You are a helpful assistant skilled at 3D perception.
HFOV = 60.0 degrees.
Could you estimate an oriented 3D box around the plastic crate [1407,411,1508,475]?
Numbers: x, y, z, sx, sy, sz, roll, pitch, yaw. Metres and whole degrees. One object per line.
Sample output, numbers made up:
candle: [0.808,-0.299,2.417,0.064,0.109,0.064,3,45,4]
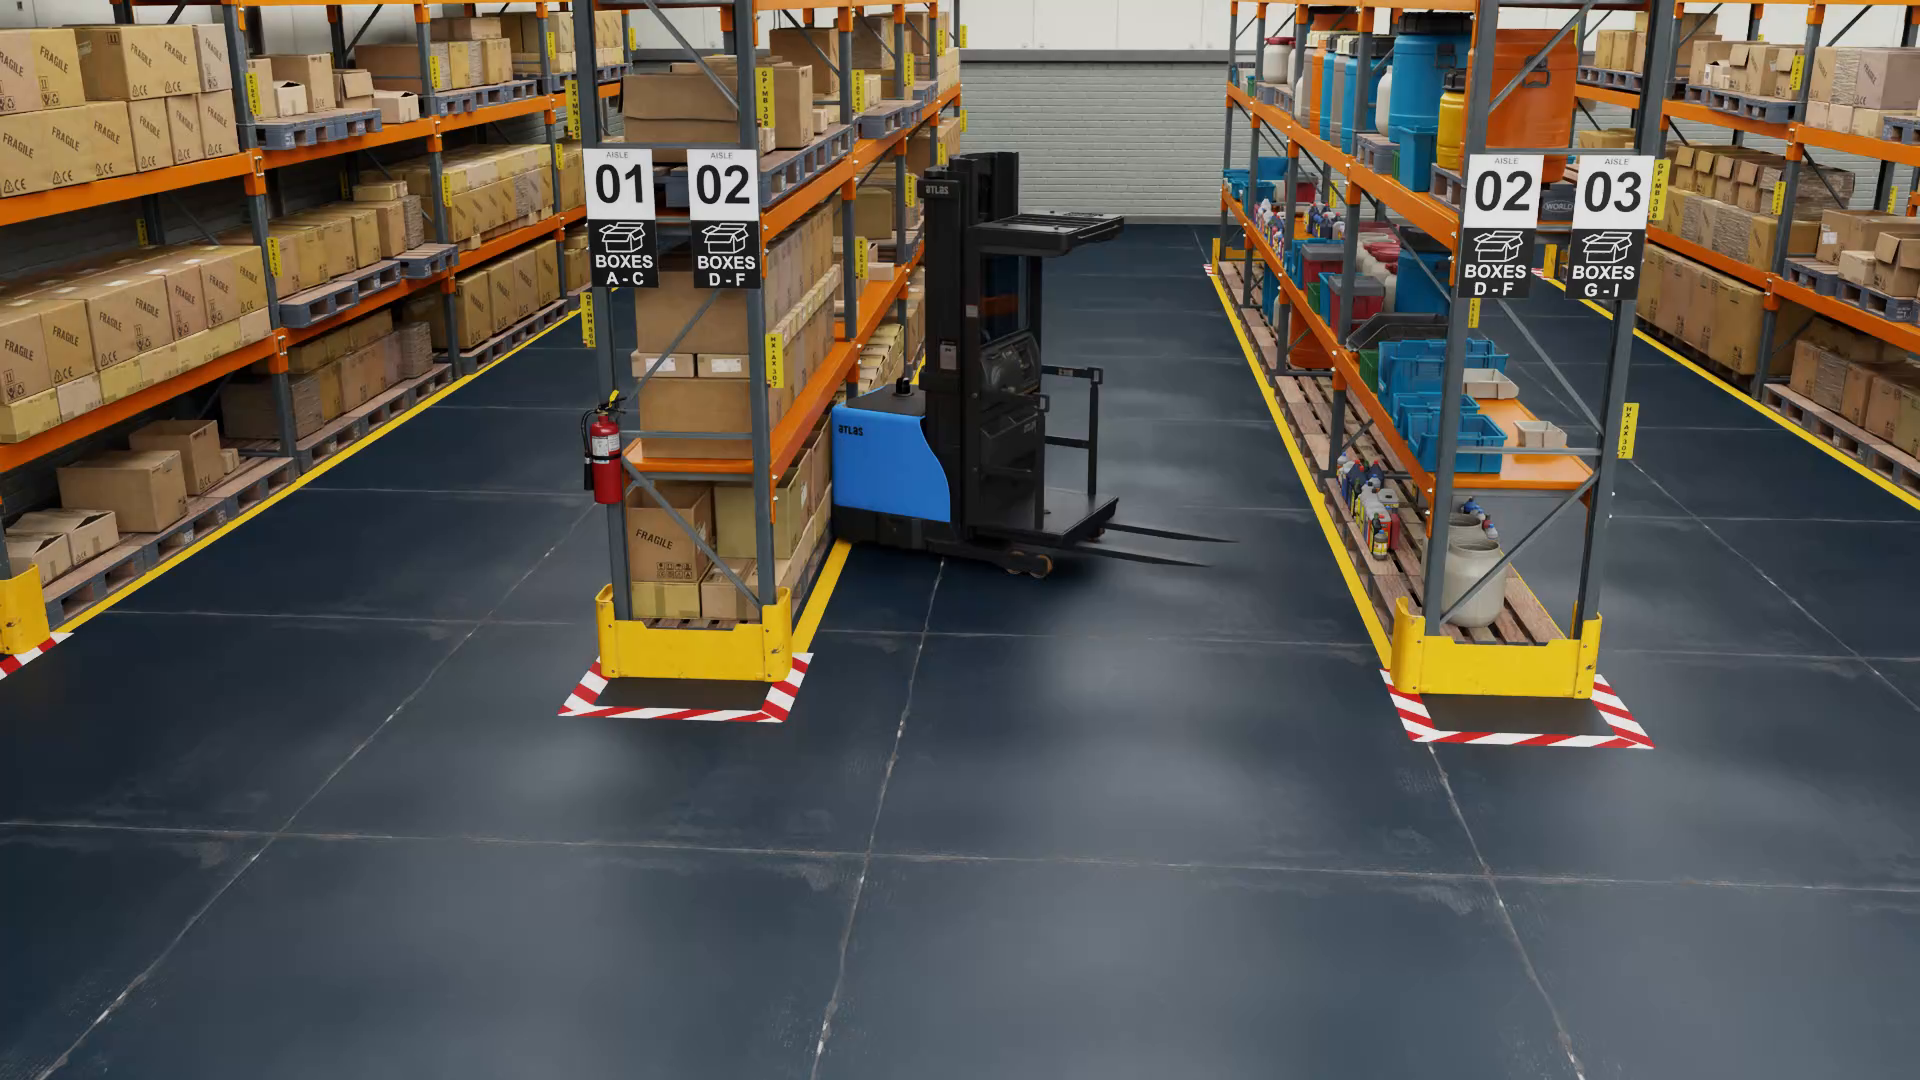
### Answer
plastic crate: [3.029,-0.603,10.184,0.499,0.251,0.616,1,18,4]

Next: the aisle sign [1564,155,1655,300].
aisle sign: [3.579,-1.718,9.173,0.394,0.787,0.004,1,18,4]

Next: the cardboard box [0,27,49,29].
cardboard box: [-6.690,-3.308,11.586,0.500,0.500,0.500,1,18,4]

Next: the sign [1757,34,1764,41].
sign: [9.634,-5.939,20.079,0.100,0.325,0.005,1,18,4]

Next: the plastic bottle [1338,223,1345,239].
plastic bottle: [4.337,-3.456,18.860,0.097,0.271,0.097,0,18,0]

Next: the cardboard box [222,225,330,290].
cardboard box: [-6.185,-2.562,15.058,0.700,0.500,0.500,3,18,10]

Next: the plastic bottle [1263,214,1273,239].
plastic bottle: [3.656,-3.684,19.549,0.152,0.276,0.135,1,18,4]

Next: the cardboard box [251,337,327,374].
cardboard box: [-6.239,-1.718,15.453,0.500,0.250,0.500,1,18,3]

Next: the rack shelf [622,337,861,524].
rack shelf: [-1.505,-0.902,12.015,1.077,0.370,4.000,1,18,4]

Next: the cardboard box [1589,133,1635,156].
cardboard box: [9.008,-5.337,22.953,0.500,0.500,0.500,1,18,2]

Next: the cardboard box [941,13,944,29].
cardboard box: [-0.585,-6.758,22.145,0.700,0.500,0.500,1,18,4]

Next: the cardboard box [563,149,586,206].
cardboard box: [-5.617,-4.997,22.873,0.980,0.700,0.700,1,18,3]

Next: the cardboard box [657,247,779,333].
cardboard box: [-1.566,-1.612,10.780,0.700,0.500,0.500,1,18,2]

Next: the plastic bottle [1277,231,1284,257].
plastic bottle: [3.526,-3.238,18.193,0.097,0.271,0.097,0,18,0]

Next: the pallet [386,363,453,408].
pallet: [-6.074,-1.649,17.617,1.003,0.211,1.213,1,18,4]

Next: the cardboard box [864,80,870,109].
cardboard box: [-1.123,-4.179,15.607,0.500,0.250,0.500,1,18,3]

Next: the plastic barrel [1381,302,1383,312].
plastic barrel: [3.826,-2.096,14.723,0.301,0.262,0.301,0,18,0]

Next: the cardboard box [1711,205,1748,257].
cardboard box: [8.669,-3.408,18.345,0.500,0.500,0.500,1,18,2]

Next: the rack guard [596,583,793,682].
rack guard: [-1.650,0.572,10.374,1.175,0.500,0.348,1,18,4]

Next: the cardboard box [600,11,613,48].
cardboard box: [-5.270,-7.271,23.679,0.500,0.500,0.500,2,18,6]

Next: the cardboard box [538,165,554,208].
cardboard box: [-5.511,-4.509,21.195,0.500,0.500,0.500,1,18,3]

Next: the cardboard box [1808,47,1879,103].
cardboard box: [8.515,-4.456,15.923,0.500,0.500,0.500,1,18,4]

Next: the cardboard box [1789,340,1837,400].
cardboard box: [8.777,-1.698,16.596,0.700,0.500,0.500,0,18,1]

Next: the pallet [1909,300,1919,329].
pallet: [8.719,-1.786,13.865,1.003,0.211,1.213,1,18,4]

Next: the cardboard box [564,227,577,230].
cardboard box: [-5.691,-4.373,23.750,0.380,0.149,0.250,1,18,3]

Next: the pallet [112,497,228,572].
pallet: [-6.401,-0.060,12.768,1.003,0.211,1.213,1,18,4]

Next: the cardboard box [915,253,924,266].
cardboard box: [-0.659,-3.956,23.483,0.797,0.503,0.637,1,18,4]

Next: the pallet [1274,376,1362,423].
pallet: [3.771,-1.431,16.951,1.003,0.211,1.213,1,18,4]

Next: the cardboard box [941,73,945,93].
cardboard box: [-0.467,-6.005,21.855,0.500,0.250,0.500,1,18,4]

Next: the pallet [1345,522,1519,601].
pallet: [3.404,0.159,12.099,1.003,0.211,1.213,1,18,4]

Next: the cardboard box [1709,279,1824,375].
cardboard box: [8.876,-2.289,17.830,1.225,0.875,0.875,0,18,1]

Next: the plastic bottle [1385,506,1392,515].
plastic bottle: [3.173,-0.154,12.363,0.097,0.201,0.097,0,18,0]

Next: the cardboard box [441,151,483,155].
cardboard box: [-6.084,-4.559,20.143,0.500,0.250,0.500,1,18,2]

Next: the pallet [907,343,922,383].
pallet: [-0.984,-2.014,18.729,1.003,0.211,1.213,1,18,4]

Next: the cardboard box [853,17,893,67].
cardboard box: [-1.001,-5.350,17.848,0.500,0.500,0.500,1,18,4]

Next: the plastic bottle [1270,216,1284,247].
plastic bottle: [3.604,-3.511,18.900,0.144,0.351,0.185,1,18,4]

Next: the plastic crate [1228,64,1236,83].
plastic crate: [4.133,-6.731,24.039,0.497,0.269,0.590,1,18,4]

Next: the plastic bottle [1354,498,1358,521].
plastic bottle: [3.050,-0.245,12.642,0.097,0.201,0.097,0,18,0]

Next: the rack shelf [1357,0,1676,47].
rack shelf: [3.435,-3.451,10.802,1.077,0.370,4.000,1,18,4]

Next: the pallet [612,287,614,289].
pallet: [-5.512,-3.749,24.024,1.003,0.211,1.213,1,18,4]

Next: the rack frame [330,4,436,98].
rack frame: [-6.016,-6.068,16.990,1.000,3.000,0.127,1,18,4]

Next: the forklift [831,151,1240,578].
forklift: [0.557,-1.305,12.198,3.031,2.935,1.130,9,20,25]

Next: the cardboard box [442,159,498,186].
cardboard box: [-5.657,-4.229,19.138,0.500,0.250,0.500,1,18,4]

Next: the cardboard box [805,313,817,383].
cardboard box: [-1.458,-1.455,12.386,0.700,0.500,0.500,2,18,5]

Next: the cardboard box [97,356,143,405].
cardboard box: [-6.173,-1.135,11.778,0.500,0.250,0.500,1,18,3]

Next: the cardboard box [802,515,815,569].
cardboard box: [-1.320,0.012,11.811,0.500,0.250,0.500,1,18,4]

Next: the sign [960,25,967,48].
sign: [0.051,-7.420,24.511,0.100,0.325,0.005,1,18,4]

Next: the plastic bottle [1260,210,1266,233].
plastic bottle: [3.637,-3.803,19.898,0.061,0.283,0.133,1,18,4]

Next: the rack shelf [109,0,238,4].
rack shelf: [-6.446,-3.861,11.415,1.077,0.370,4.000,1,18,4]

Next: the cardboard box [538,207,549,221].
cardboard box: [-5.466,-4.159,21.171,0.380,0.149,0.250,2,18,5]

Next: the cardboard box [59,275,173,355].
cardboard box: [-6.142,-1.643,12.124,0.500,0.500,0.500,2,18,6]

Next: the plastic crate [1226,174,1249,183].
plastic crate: [4.046,-5.156,24.013,0.416,0.233,0.300,1,18,4]

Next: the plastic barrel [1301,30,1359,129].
plastic barrel: [3.590,-4.409,15.940,0.600,0.901,0.600,0,18,0]

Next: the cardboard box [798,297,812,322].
cardboard box: [-1.276,-1.655,11.954,0.380,0.149,0.250,2,18,6]

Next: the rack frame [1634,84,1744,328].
rack frame: [9.092,-4.128,20.703,1.000,3.000,0.127,1,18,4]

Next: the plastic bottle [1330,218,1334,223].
plastic bottle: [4.306,-3.587,19.259,0.097,0.271,0.097,0,18,0]

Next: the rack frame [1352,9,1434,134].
rack frame: [3.579,-4.604,12.523,1.000,3.000,0.127,1,18,4]

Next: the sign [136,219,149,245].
sign: [-6.857,-2.536,13.987,0.100,0.325,0.005,1,18,4]

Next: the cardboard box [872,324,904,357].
cardboard box: [-0.867,-2.099,17.352,0.500,0.311,0.500,2,18,5]
